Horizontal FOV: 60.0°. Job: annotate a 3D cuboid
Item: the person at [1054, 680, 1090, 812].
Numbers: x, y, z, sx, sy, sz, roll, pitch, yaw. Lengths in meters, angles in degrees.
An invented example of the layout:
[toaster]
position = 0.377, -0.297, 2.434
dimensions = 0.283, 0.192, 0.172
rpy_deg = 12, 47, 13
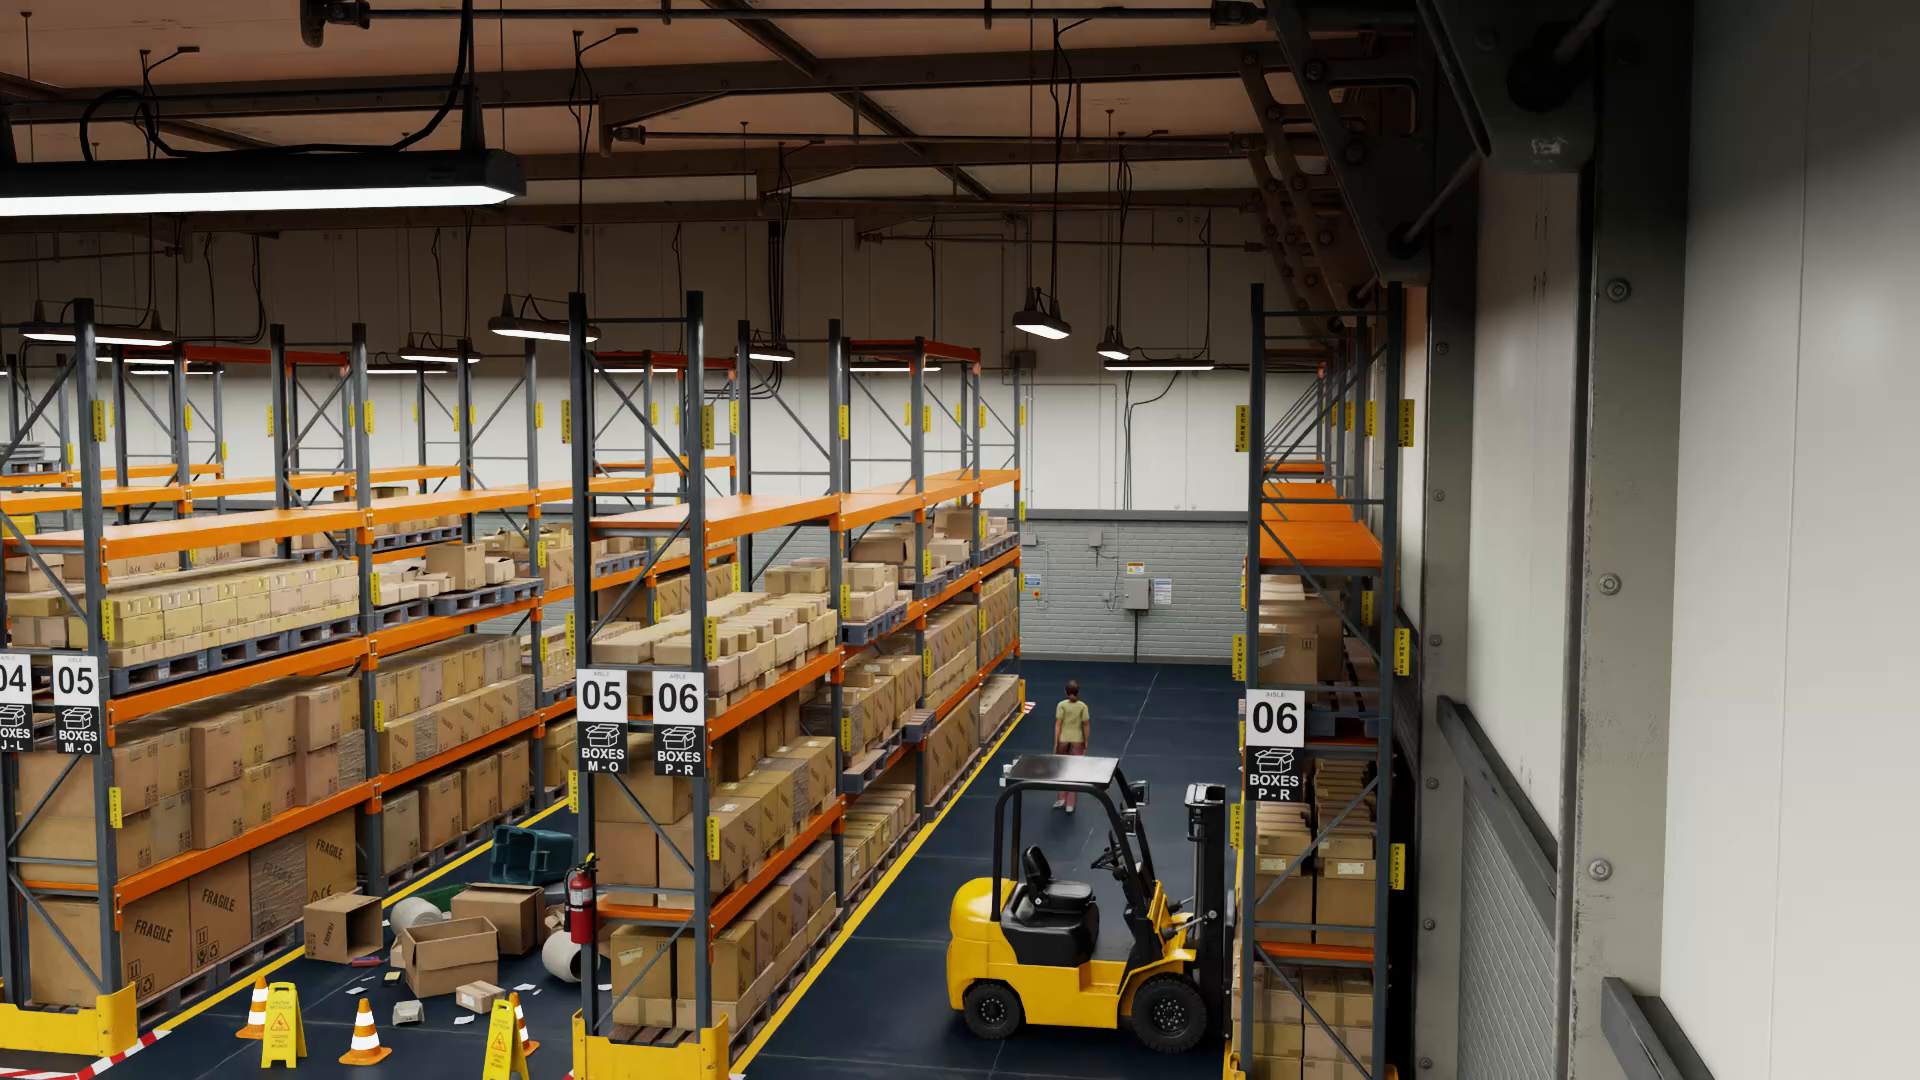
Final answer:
[person]
position = 1.428, 2.651, 21.264
dimensions = 0.458, 1.715, 0.595
rpy_deg = 0, 5, 4
